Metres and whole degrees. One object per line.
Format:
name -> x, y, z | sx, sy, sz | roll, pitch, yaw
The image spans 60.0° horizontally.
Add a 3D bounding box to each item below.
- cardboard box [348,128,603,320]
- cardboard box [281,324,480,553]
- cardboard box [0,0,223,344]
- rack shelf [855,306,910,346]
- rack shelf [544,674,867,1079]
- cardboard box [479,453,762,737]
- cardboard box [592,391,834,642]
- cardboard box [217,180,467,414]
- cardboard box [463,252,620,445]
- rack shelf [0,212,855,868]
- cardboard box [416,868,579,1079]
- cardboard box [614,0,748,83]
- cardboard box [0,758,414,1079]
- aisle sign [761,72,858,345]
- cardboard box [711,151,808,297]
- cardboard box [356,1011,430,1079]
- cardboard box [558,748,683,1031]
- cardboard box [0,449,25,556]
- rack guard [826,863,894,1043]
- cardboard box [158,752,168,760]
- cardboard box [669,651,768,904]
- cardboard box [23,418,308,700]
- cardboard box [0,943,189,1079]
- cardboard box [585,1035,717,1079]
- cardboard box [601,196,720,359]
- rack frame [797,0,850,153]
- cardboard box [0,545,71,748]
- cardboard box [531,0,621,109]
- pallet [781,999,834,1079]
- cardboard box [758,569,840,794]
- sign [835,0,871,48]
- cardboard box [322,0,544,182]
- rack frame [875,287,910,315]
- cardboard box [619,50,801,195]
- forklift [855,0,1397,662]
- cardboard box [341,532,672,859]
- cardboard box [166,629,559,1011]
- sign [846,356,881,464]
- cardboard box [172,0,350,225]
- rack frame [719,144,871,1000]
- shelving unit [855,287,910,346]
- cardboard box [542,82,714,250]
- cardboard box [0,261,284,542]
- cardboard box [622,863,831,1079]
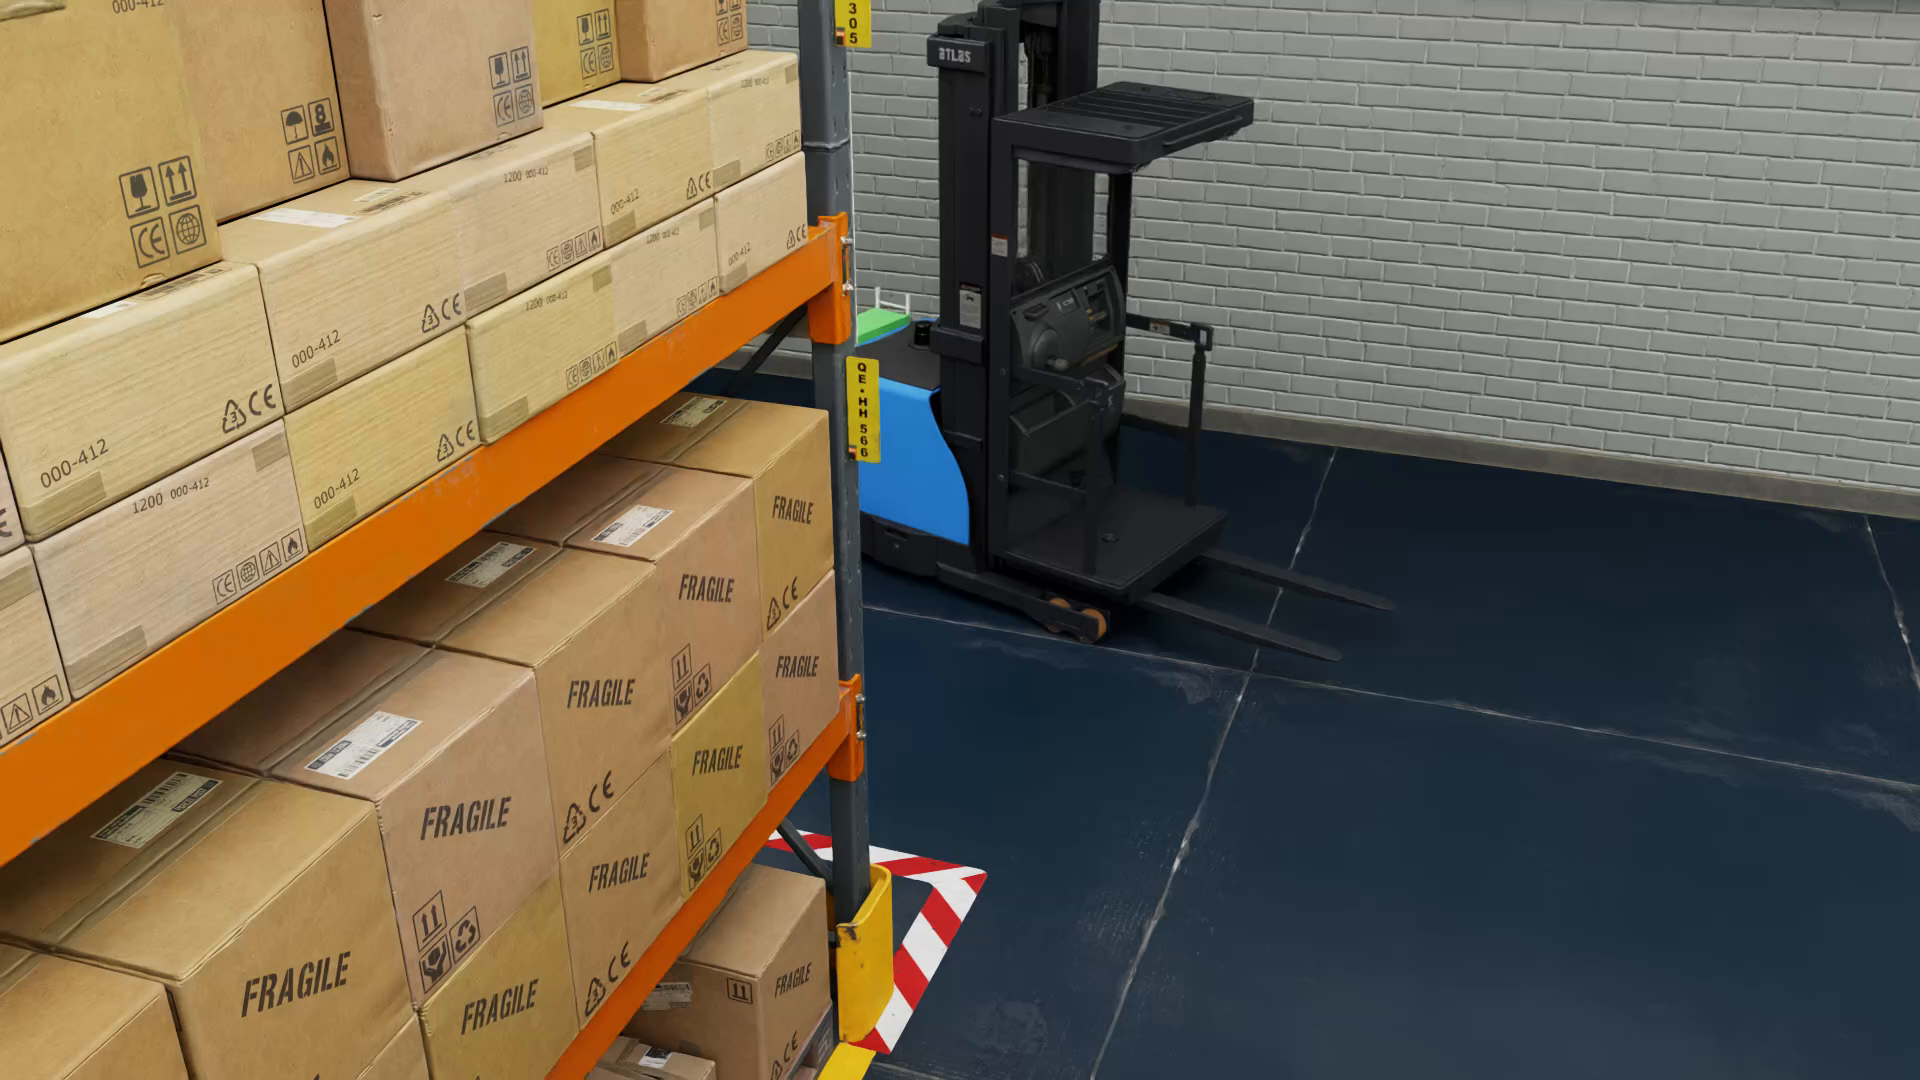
cardboard box -> -1.068, -0.656, 3.320 | 0.500, 0.250, 0.500 | 9, 27, 17
cardboard box -> -1.236, -0.226, 3.005 | 0.500, 0.250, 0.500 | 9, 27, 17
cardboard box -> -1.546, -0.605, 2.354 | 0.700, 0.500, 0.500 | 9, 27, 17
rack shelf -> -0.526, -1.160, 9.314 | 0.258, 0.148, 0.480 | 18, 31, 32
rack shelf -> -1.467, 1.338, 3.869 | 1.077, 0.370, 4.000 | 9, 27, 17
cardboard box -> -0.857, 0.128, 4.281 | 0.500, 0.500, 0.500 | 10, 27, 19
cardboard box -> -0.690, -0.080, 4.710 | 0.500, 0.500, 0.500 | 9, 27, 17
cardboard box -> -1.228, -0.450, 2.893 | 0.500, 0.250, 0.500 | 9, 27, 17
cardboard box -> -1.054, -0.429, 3.425 | 0.500, 0.250, 0.500 | 9, 27, 17
rack shelf -> -1.467, -0.012, 3.215 | 1.077, 0.370, 4.000 | 9, 27, 17
cardboard box -> -1.202, 0.996, 3.636 | 0.500, 0.500, 0.500 | 8, 27, 17
cardboard box -> -0.957, -1.439, 4.076 | 0.700, 0.500, 0.500 | 9, 27, 17
cardboard box -> -1.367, 0.765, 2.965 | 0.500, 0.500, 0.500 | 8, 27, 16
aisle sign -> -0.489, -0.961, 4.810 | 0.394, 0.787, 0.004 | 9, 27, 17
cardboard box -> -0.723, -0.840, 4.274 | 0.500, 0.250, 0.500 | 9, 27, 17
cardboard box -> -1.370, 1.205, 3.204 | 0.500, 0.500, 0.500 | 9, 27, 17
cardboard box -> -1.034, 0.789, 4.063 | 0.500, 0.500, 0.500 | 9, 27, 18
cardboard box -> -1.571, -0.041, 2.048 | 0.500, 0.250, 0.500 | 9, 27, 17
rack guard -> -0.826, 1.349, 5.890 | 1.175, 0.500, 0.348 | 9, 27, 17
cardboard box -> -1.703, 0.472, 3.572 | 0.500, 0.500, 0.500 | 8, 27, 17
cardboard box -> -0.863, 0.585, 4.485 | 0.500, 0.500, 0.500 | 9, 27, 18
cardboard box -> -1.399, -0.020, 2.580 | 0.500, 0.250, 0.500 | 9, 27, 17
cardboard box -> -1.539, 0.977, 2.529 | 0.500, 0.500, 0.500 | 8, 27, 16
cardboard box -> -0.969, 1.682, 5.079 | 0.380, 0.166, 0.250 | 9, 27, 17
cardboard box -> -0.900, -0.637, 3.853 | 0.500, 0.250, 0.500 | 9, 27, 17
rack frame -> -0.801, -2.507, 4.103 | 1.000, 3.000, 0.127 | 9, 27, 17
cardboard box -> -1.567, 0.185, 2.156 | 0.500, 0.250, 0.500 | 9, 27, 17
cardboard box -> -1.203, -1.246, 3.677 | 0.700, 0.500, 0.500 | 9, 27, 17
pallet -> -1.091, 1.807, 5.276 | 1.003, 0.211, 1.213 | 9, 27, 17
cardboard box -> -0.693, 0.371, 4.926 | 0.500, 0.500, 0.500 | 10, 27, 19
sign -> -0.284, -1.467, 4.380 | 0.100, 0.325, 0.005 | 9, 27, 17
cardboard box -> -1.268, -1.025, 3.220 | 0.700, 0.500, 0.500 | 9, 27, 17
rack frame -> -0.381, -0.871, 9.672 | 0.240, 1.200, 0.015 | 18, 31, 32
cardboard box -> -0.732, -1.067, 4.168 | 0.500, 0.250, 0.500 | 9, 27, 17
forklift -> 0.709, -1.073, 8.104 | 3.031, 2.935, 1.130 | 18, 31, 32
cardboard box -> -1.025, 0.342, 3.840 | 0.500, 0.500, 0.500 | 10, 27, 19
cardboard box -> -1.196, 0.553, 3.404 | 0.500, 0.500, 0.500 | 10, 27, 19
sign -> -0.284, -0.382, 4.905 | 0.100, 0.325, 0.005 | 9, 27, 17
cardboard box -> -1.523, -0.833, 2.824 | 0.700, 0.500, 0.500 | 9, 27, 17
rack frame -> -0.801, 0.193, 5.410 | 1.000, 3.000, 0.127 | 9, 27, 17
shelving unit -> -0.526, -0.785, 9.495 | 0.258, 1.200, 0.503 | 18, 31, 32
cardboard box -> -0.898, -0.861, 3.743 | 0.500, 0.250, 0.500 | 9, 27, 17
cardboard box -> -1.394, -0.244, 2.469 | 0.500, 0.250, 0.500 | 9, 27, 17
cardboard box -> -0.750, 1.379, 5.323 | 0.500, 0.500, 0.500 | 9, 27, 17
